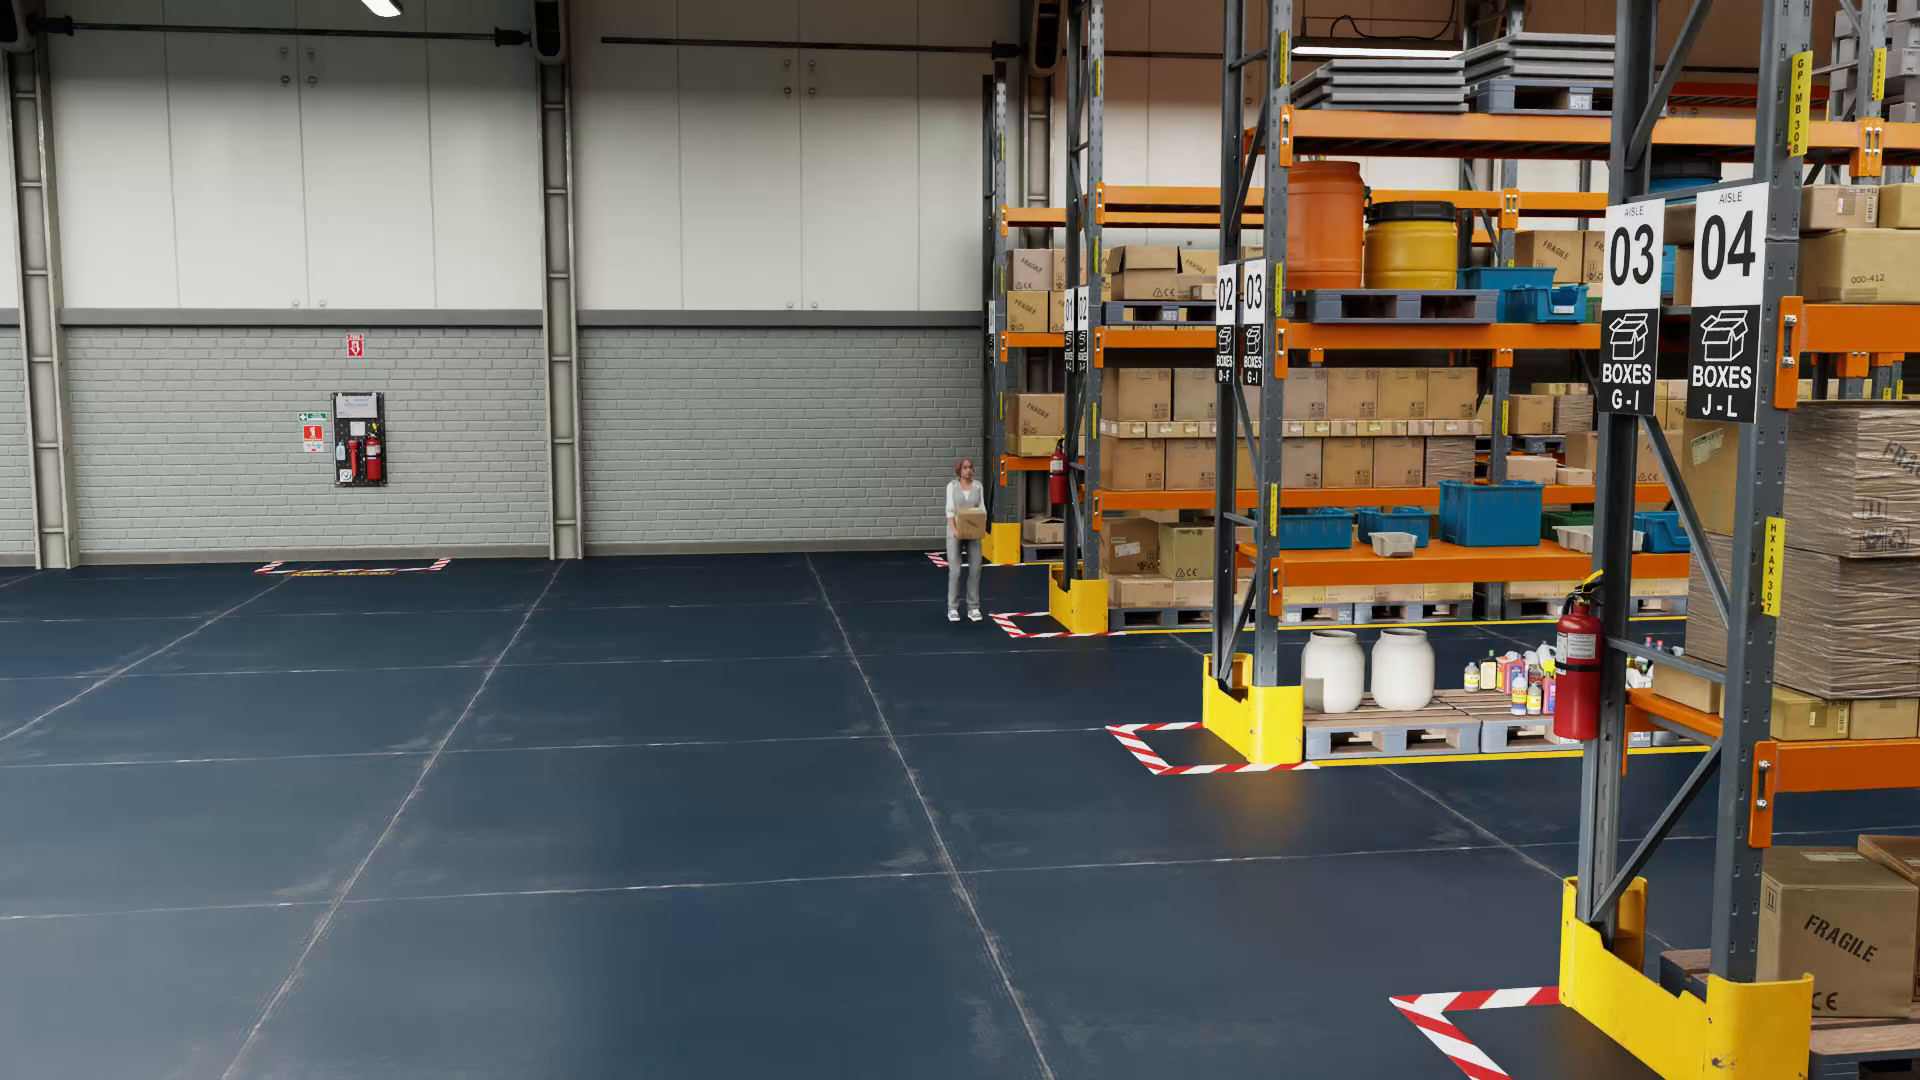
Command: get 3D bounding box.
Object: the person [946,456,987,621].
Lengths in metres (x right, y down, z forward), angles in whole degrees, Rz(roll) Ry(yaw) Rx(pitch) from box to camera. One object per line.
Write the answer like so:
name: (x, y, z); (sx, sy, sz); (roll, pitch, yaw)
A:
person: (0.063, -0.008, 16.116); (0.404, 1.590, 0.497); (-1, 7, -12)
